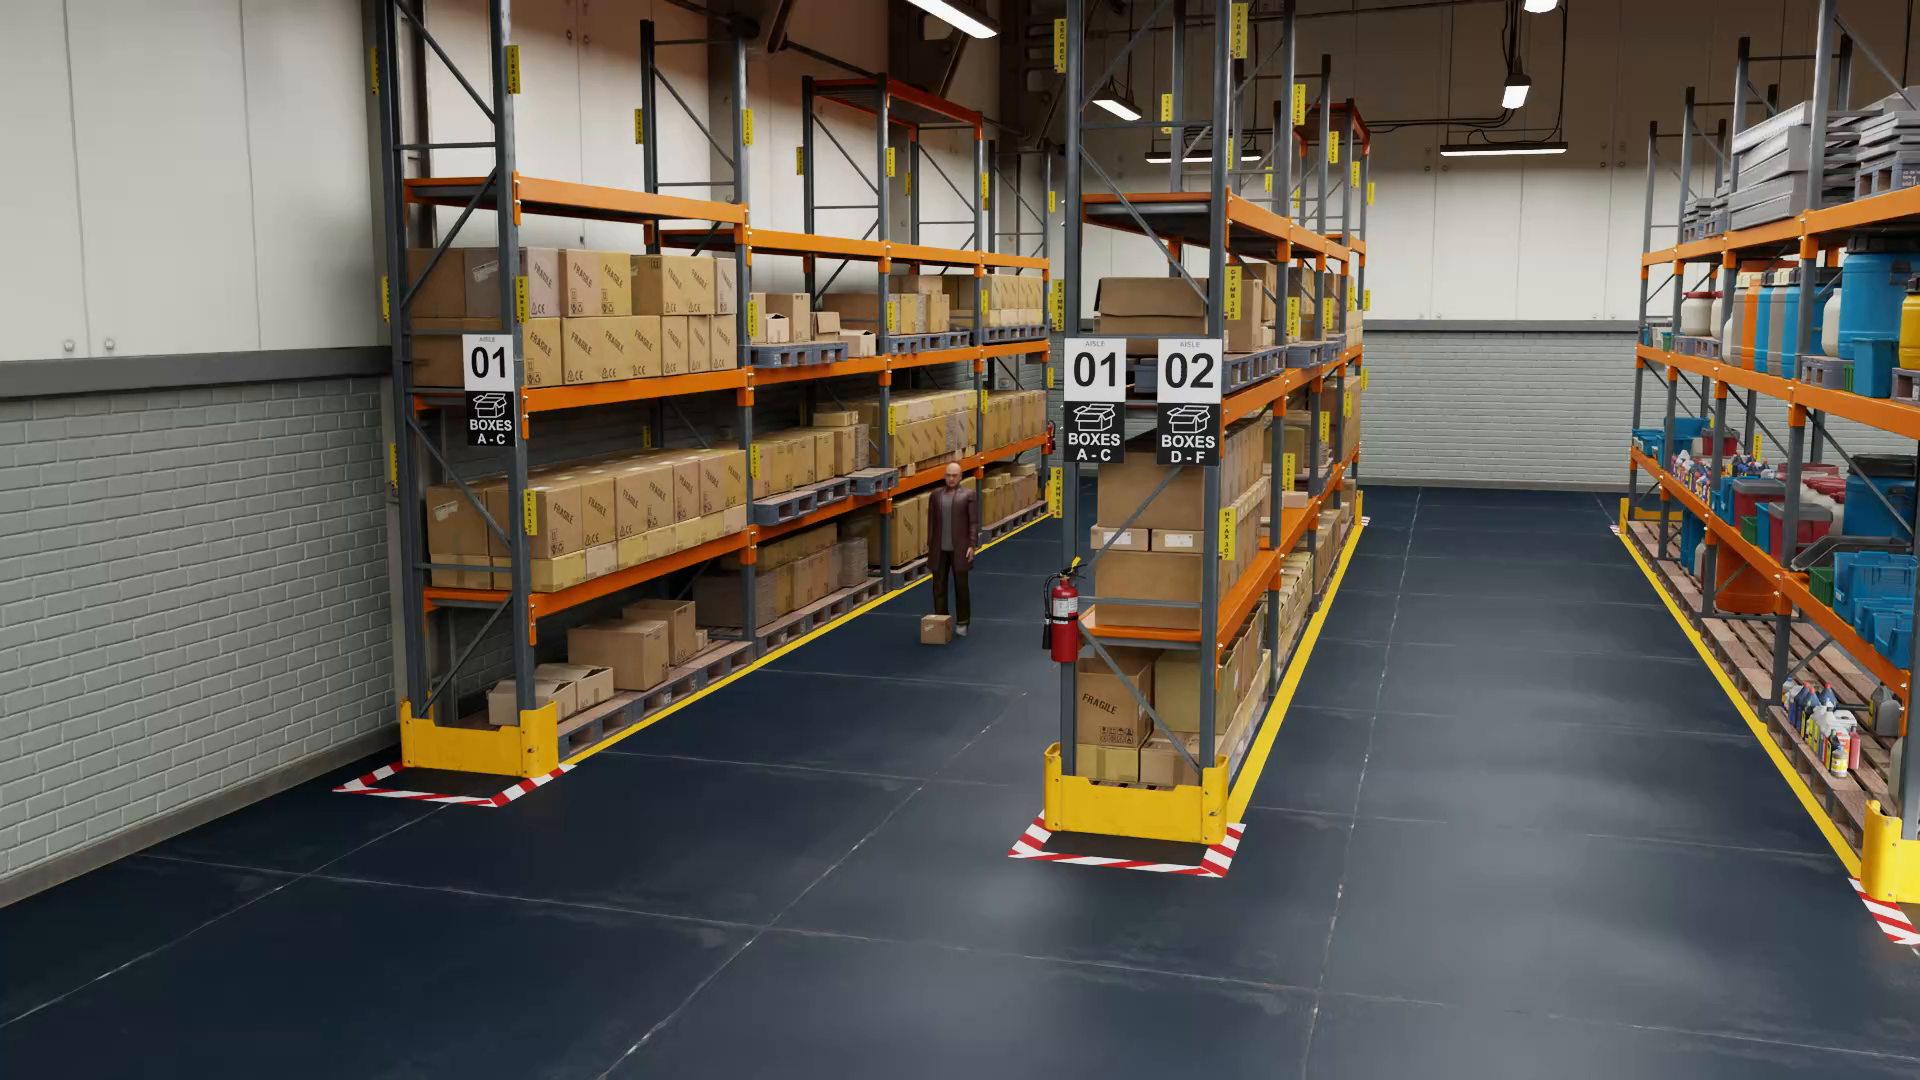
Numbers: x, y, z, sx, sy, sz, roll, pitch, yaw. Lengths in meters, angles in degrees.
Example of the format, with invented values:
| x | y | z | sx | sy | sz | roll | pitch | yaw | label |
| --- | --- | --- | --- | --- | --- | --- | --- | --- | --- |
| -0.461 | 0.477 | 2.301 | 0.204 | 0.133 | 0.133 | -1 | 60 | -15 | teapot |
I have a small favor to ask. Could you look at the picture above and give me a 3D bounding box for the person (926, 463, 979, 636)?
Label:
| x | y | z | sx | sy | sz | roll | pitch | yaw | label |
| --- | --- | --- | --- | --- | --- | --- | --- | --- | --- |
| -0.081 | 0.091 | 17.282 | 0.563 | 1.784 | 0.387 | 3 | 9 | 17 | person |
